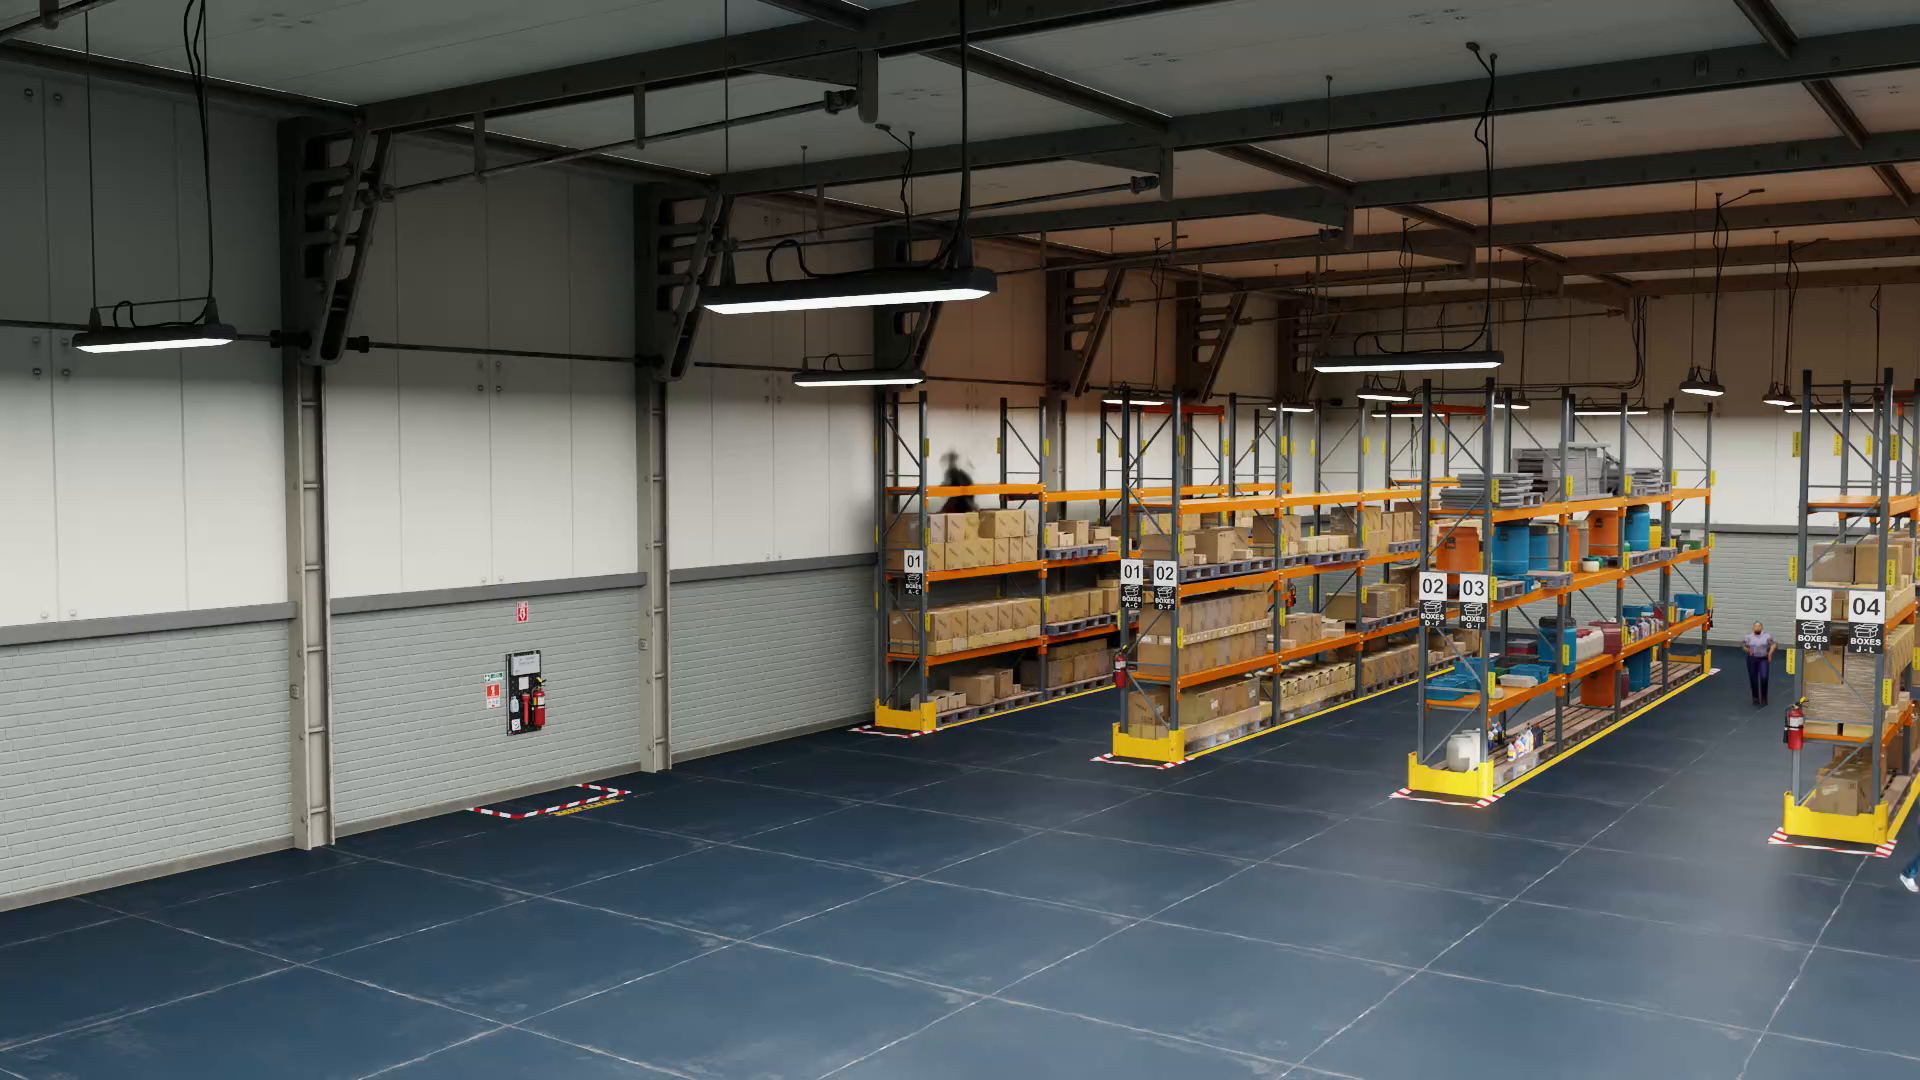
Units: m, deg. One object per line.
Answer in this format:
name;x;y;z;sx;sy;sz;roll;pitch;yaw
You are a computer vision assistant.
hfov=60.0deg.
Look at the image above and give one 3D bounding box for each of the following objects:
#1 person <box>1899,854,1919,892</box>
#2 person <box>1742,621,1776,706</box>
person;10.728;3.182;18.257;0.559;1.634;0.809;-1;3;-21
person;15.513;2.402;32.319;0.580;1.662;0.685;2;4;28
